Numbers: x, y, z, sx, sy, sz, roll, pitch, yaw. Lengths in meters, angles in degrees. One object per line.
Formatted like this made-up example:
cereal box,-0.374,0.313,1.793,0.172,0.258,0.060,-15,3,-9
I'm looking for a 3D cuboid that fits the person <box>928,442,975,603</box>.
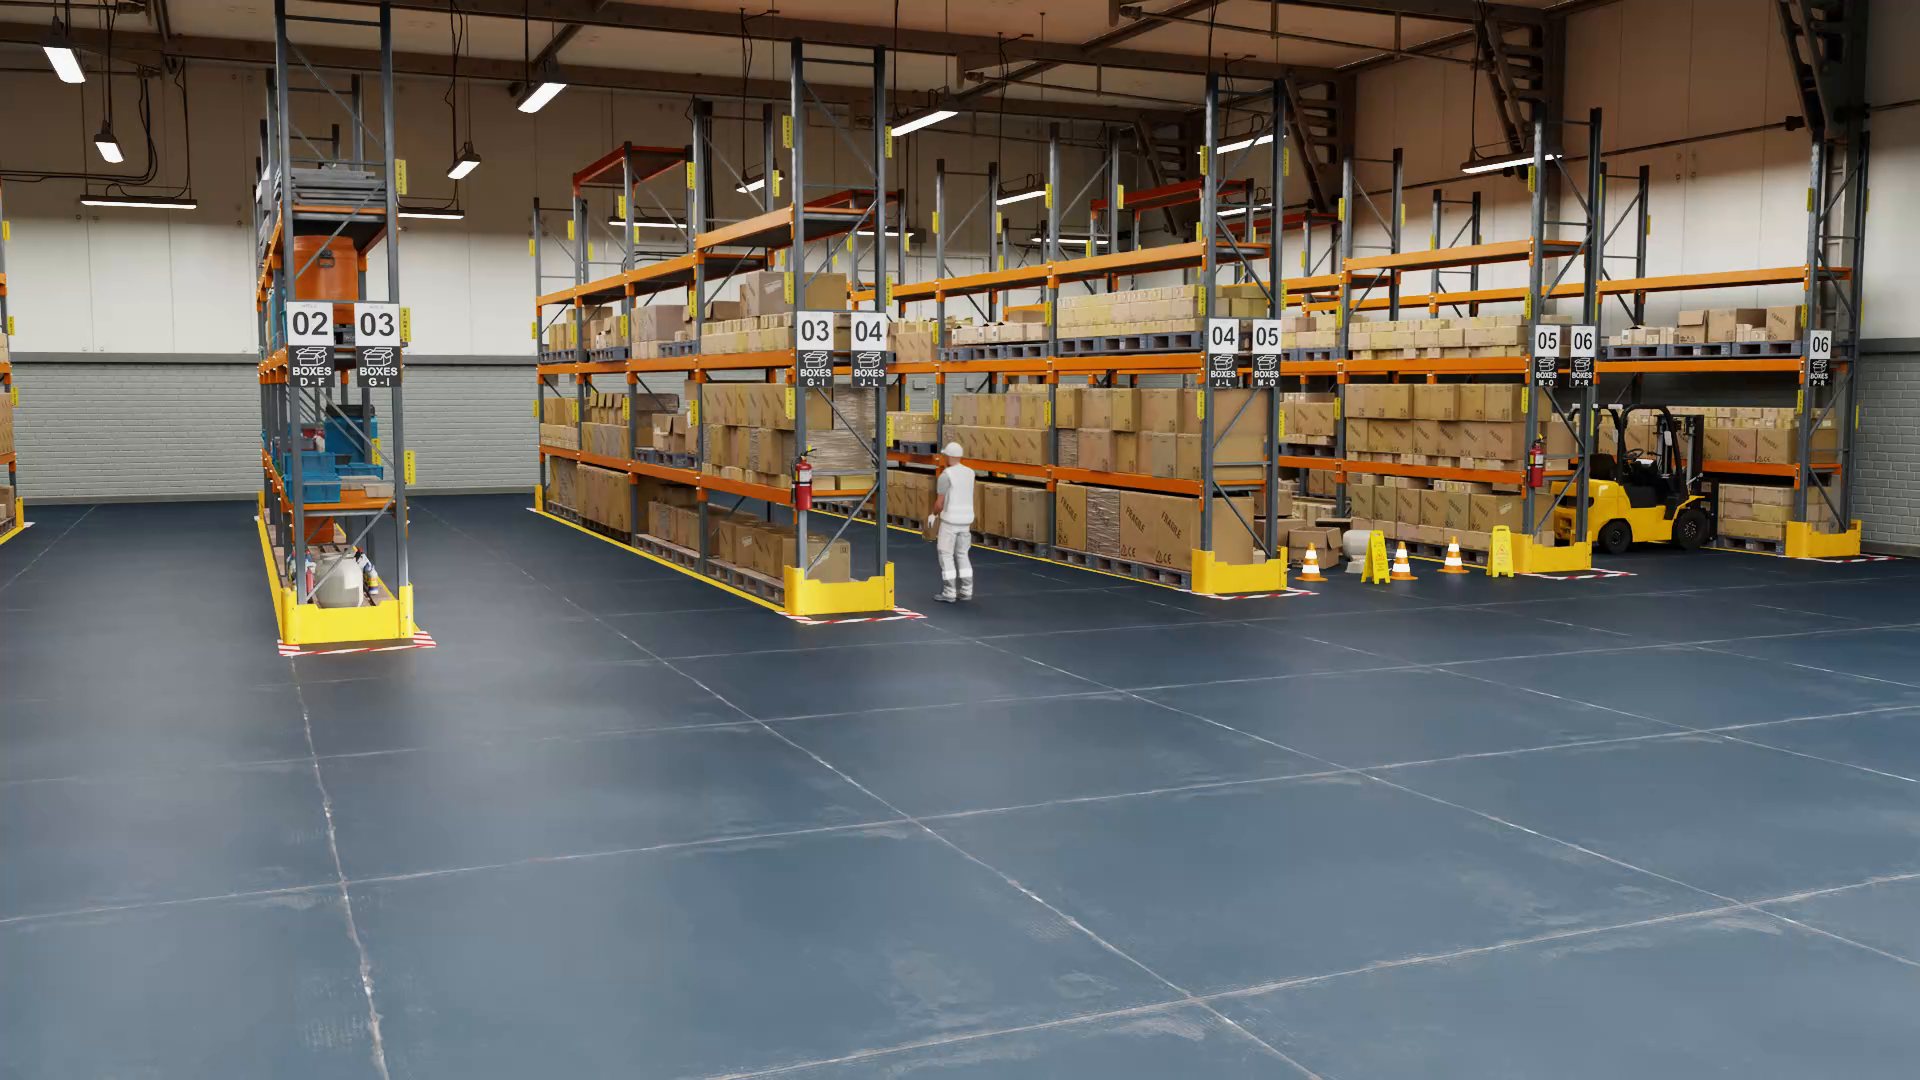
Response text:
person,-0.086,-0.203,18.739,0.534,1.792,0.462,-5,7,-44
